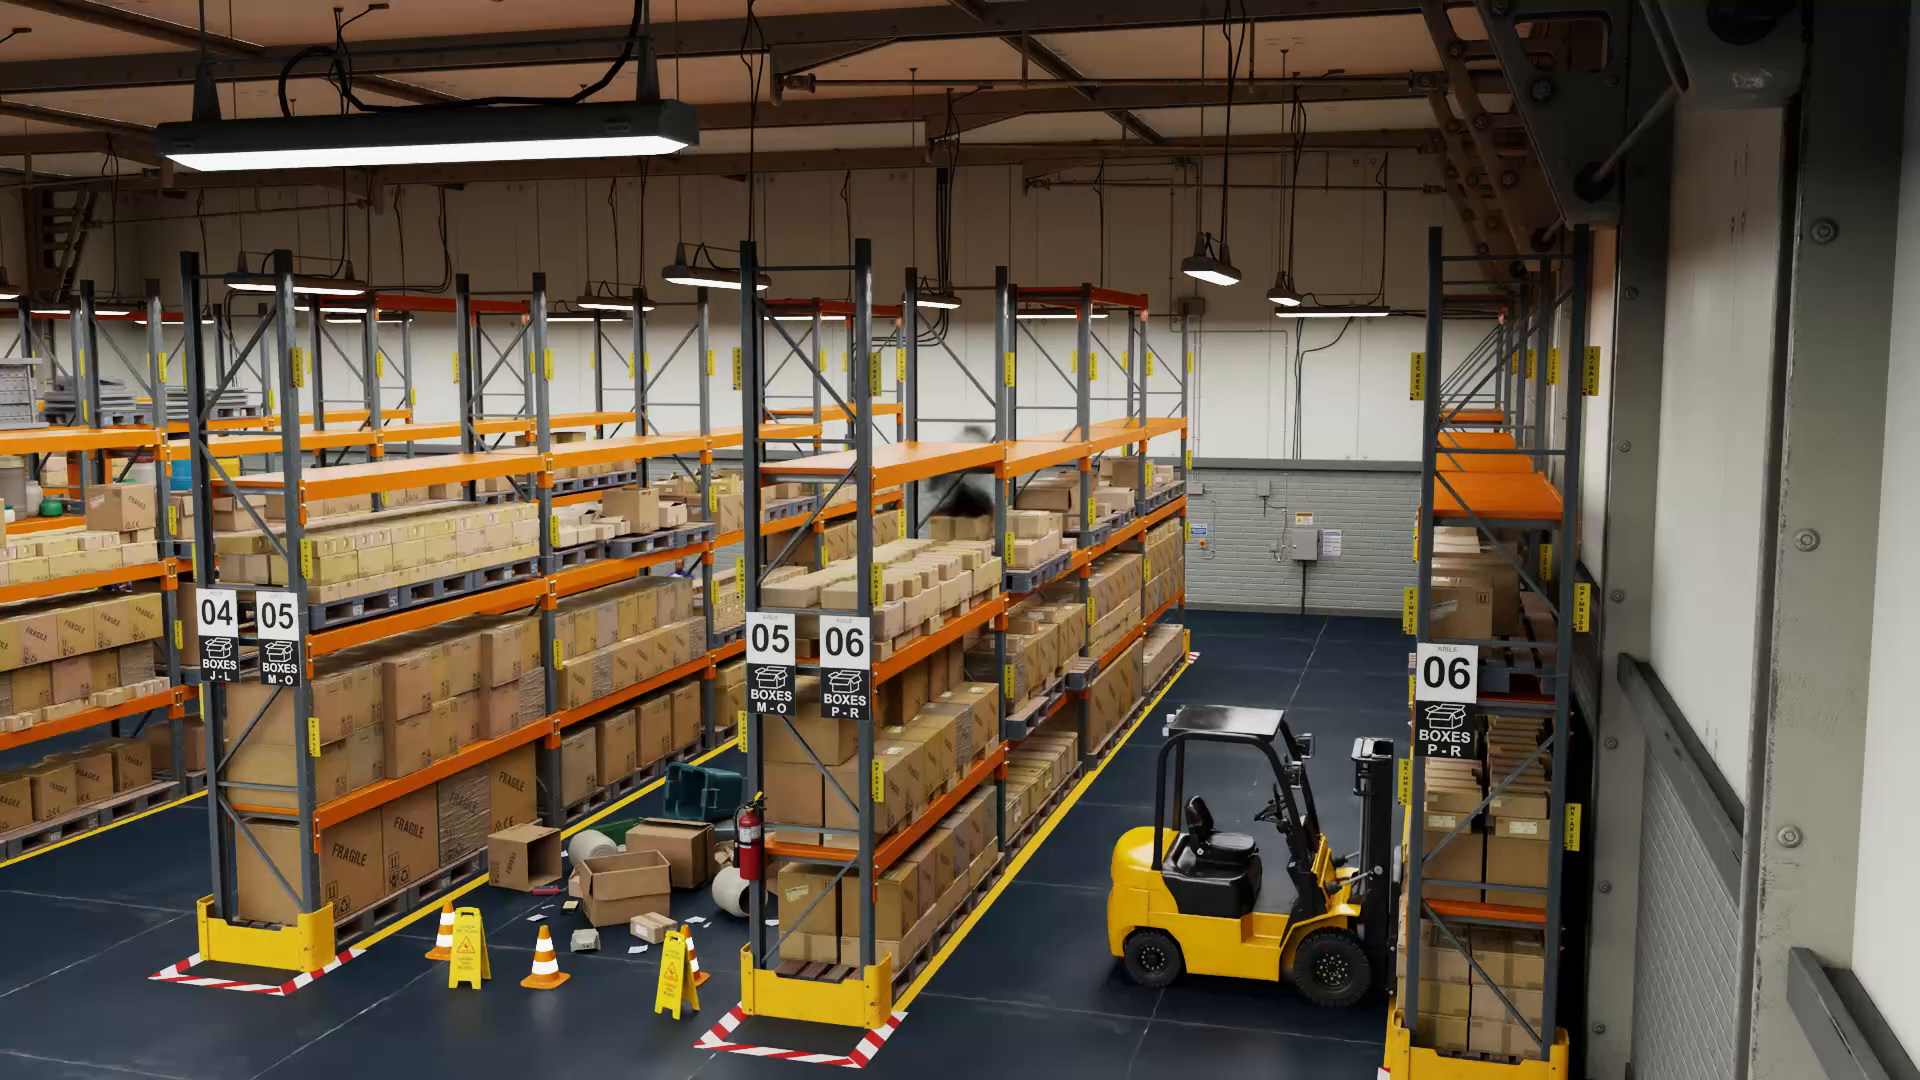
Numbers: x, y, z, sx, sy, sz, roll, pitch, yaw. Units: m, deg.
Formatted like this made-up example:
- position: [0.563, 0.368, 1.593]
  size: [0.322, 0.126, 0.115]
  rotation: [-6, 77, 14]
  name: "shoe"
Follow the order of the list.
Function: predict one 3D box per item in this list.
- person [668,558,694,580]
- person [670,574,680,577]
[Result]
- position: [-4.897, 1.117, 29.067]
  size: [0.615, 1.613, 0.581]
  rotation: [1, 6, 5]
  name: "person"
- position: [-4.346, 1.409, 25.726]
  size: [0.643, 1.788, 0.881]
  rotation: [3, 7, 22]
  name: "person"
